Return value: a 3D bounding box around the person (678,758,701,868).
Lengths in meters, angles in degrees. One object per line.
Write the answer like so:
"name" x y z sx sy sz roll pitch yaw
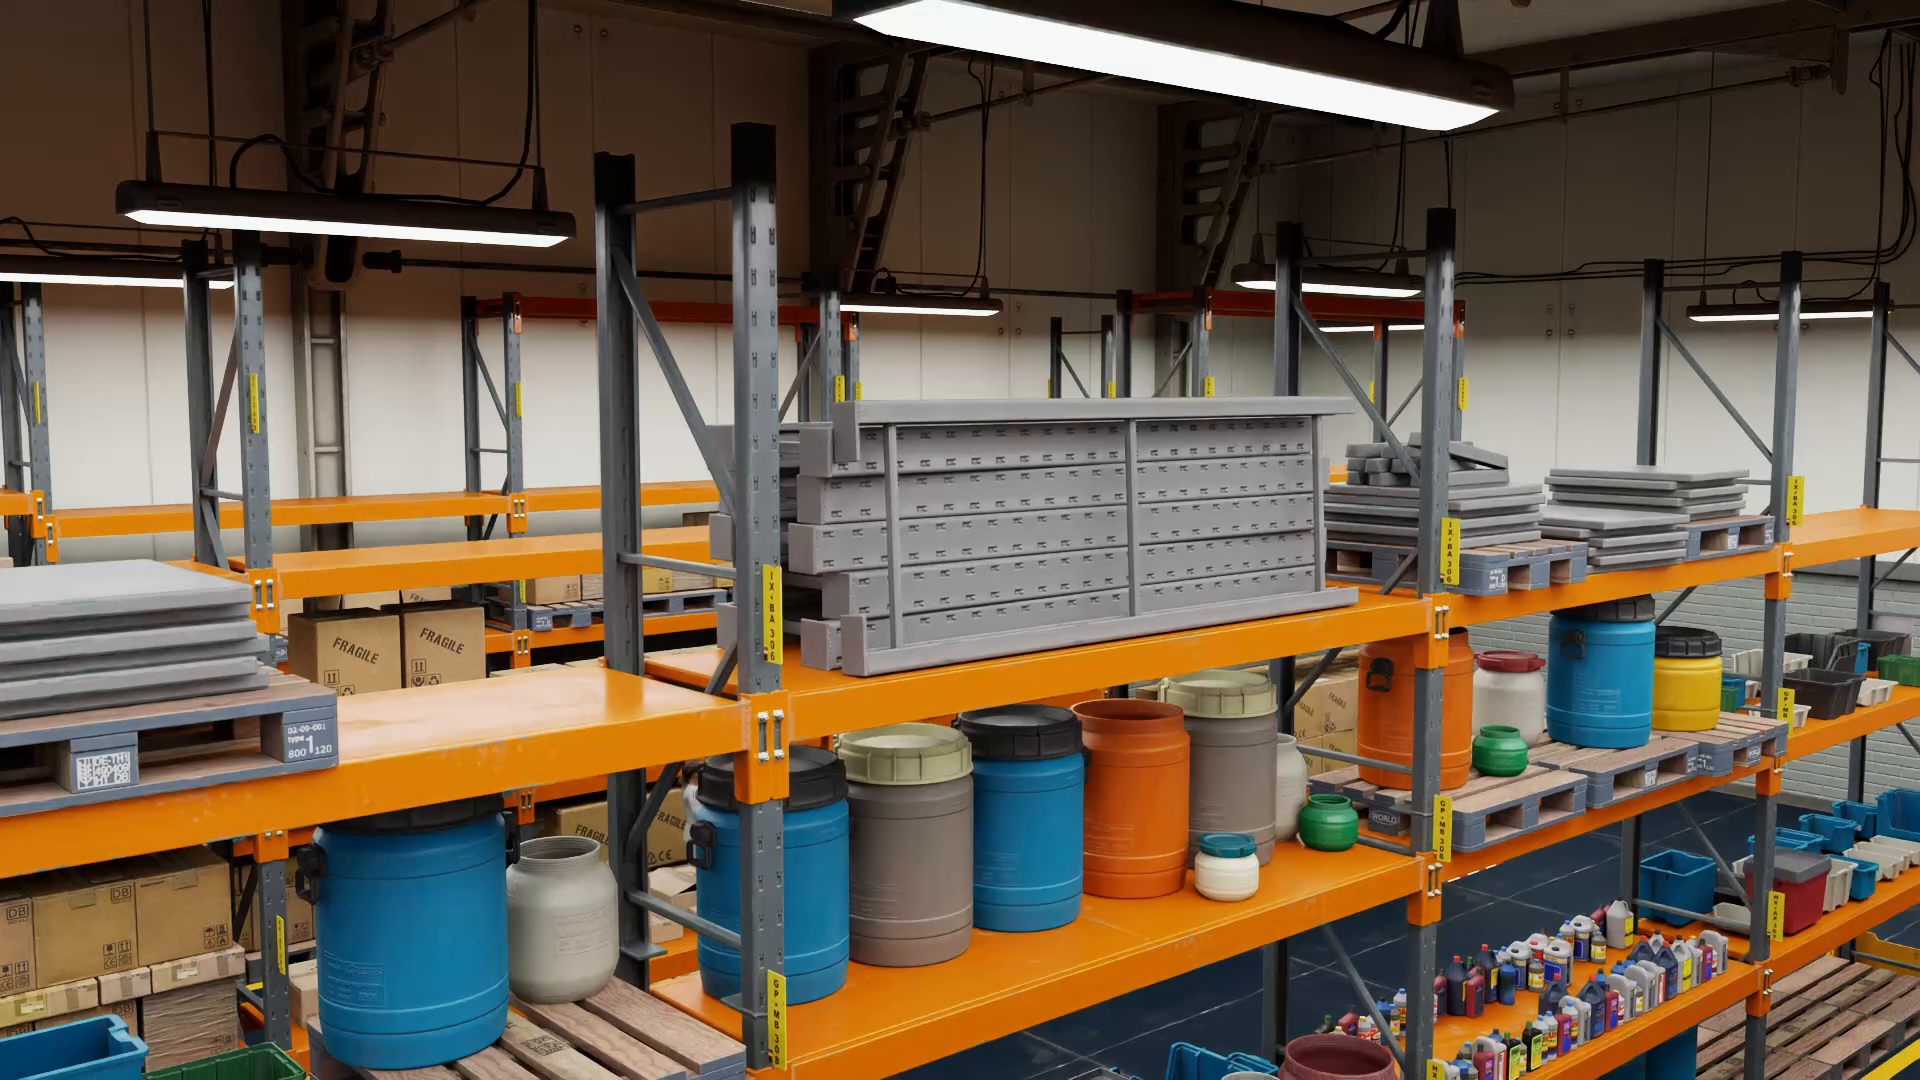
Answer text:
"person" -2.449 2.842 15.676 0.462 1.656 0.444 0 5 1
